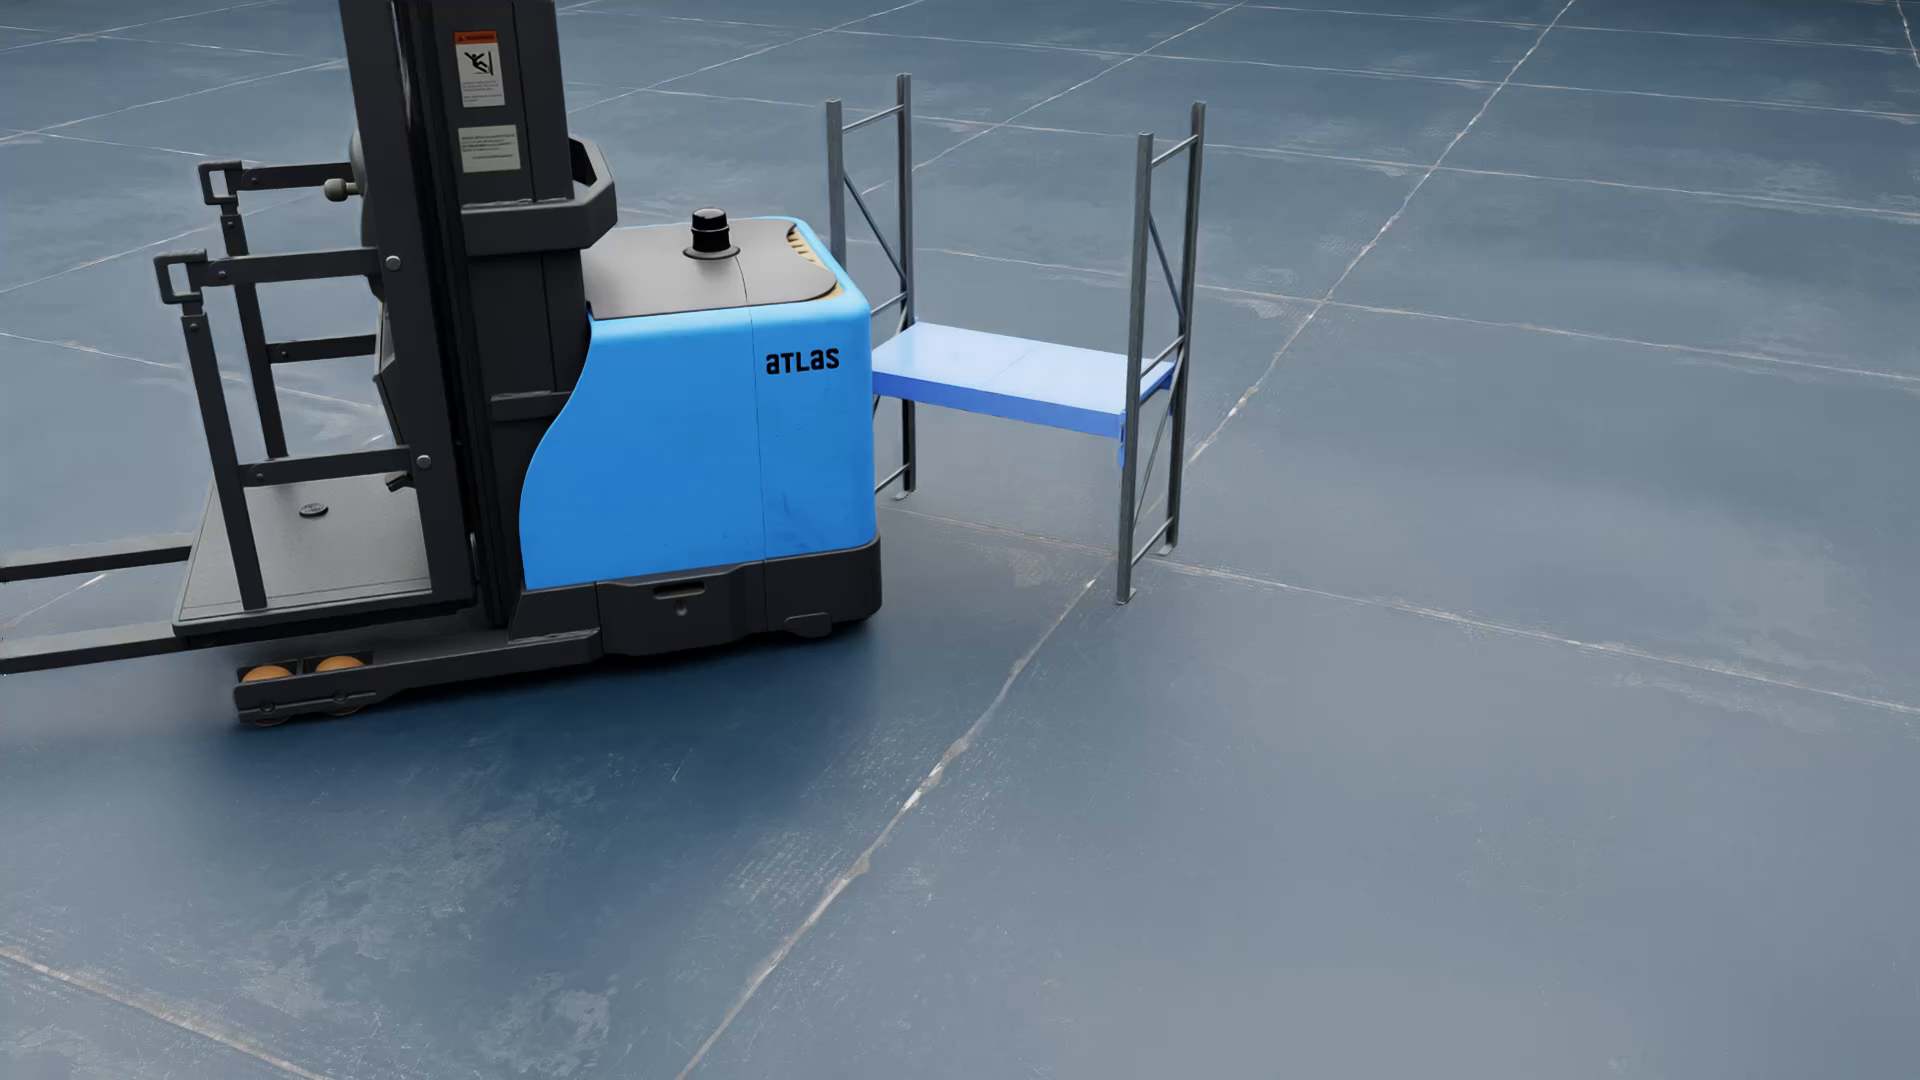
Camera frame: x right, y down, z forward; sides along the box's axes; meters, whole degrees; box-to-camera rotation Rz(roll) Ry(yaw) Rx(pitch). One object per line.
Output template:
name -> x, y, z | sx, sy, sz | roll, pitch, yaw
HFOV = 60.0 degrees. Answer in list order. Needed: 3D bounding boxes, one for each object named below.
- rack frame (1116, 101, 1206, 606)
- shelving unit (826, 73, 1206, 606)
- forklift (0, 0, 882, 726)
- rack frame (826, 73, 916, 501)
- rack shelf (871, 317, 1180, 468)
rack frame -> 0.625, -0.564, 5.198 | 0.032, 1.500, 0.500 | 12, 29, 24
shelving unit -> 0.169, -0.664, 5.400 | 1.048, 1.500, 0.538 | 12, 29, 24
forklift -> -1.819, -1.051, 4.567 | 3.031, 2.935, 1.130 | -7, 27, -15
rack frame -> -0.286, -0.764, 5.603 | 0.032, 1.500, 0.500 | 12, 29, 24
rack shelf -> 0.169, -0.502, 5.480 | 1.000, 0.185, 0.538 | 12, 29, 24
